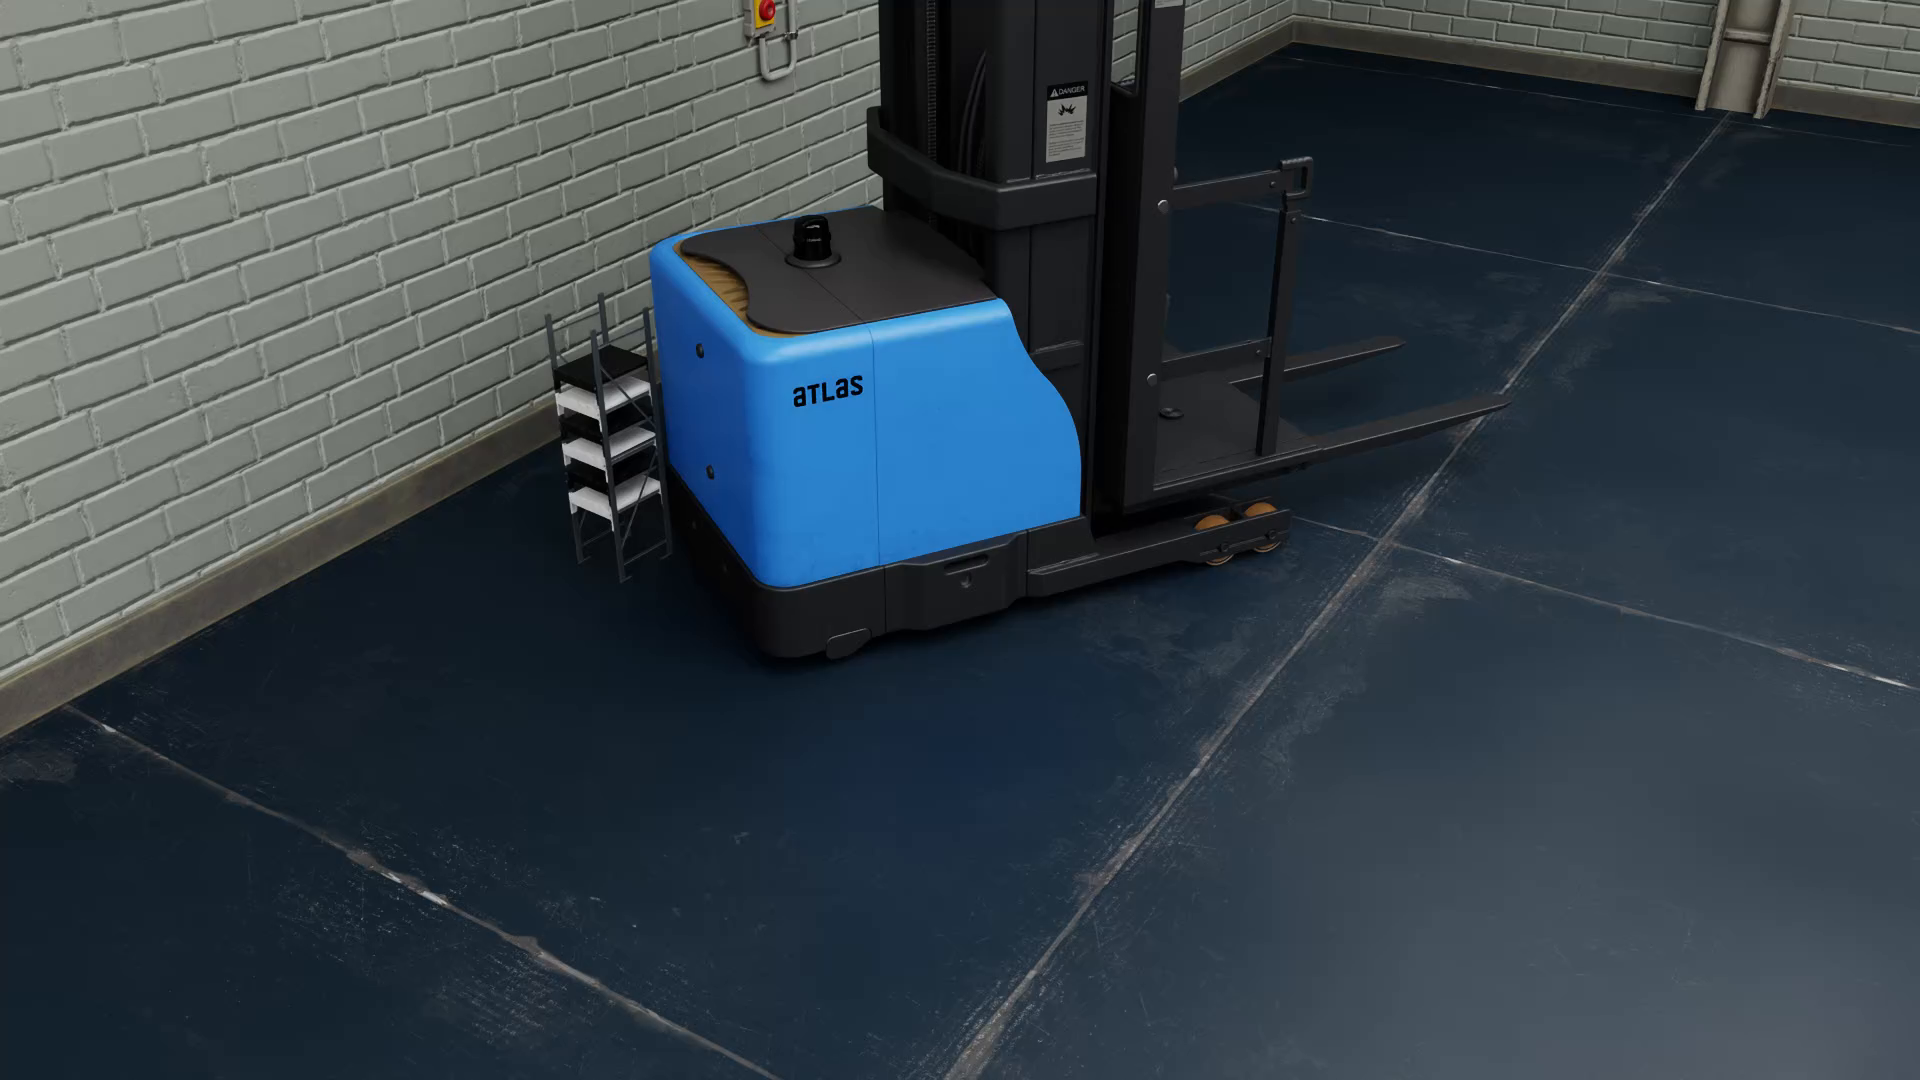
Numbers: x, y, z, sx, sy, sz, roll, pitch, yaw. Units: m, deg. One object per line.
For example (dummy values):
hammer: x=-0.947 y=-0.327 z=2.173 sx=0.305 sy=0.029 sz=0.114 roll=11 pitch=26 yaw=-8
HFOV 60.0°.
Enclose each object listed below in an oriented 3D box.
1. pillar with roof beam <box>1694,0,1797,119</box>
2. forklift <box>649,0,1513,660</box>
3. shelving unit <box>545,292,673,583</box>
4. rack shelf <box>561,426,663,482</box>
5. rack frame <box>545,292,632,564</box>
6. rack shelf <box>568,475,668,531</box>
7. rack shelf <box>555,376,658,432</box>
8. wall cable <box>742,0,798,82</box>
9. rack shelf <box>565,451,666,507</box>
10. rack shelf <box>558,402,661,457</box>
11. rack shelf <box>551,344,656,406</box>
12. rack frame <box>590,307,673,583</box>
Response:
pillar with roof beam: x=2.528 y=-4.742 z=4.948 sx=0.400 sy=9.000 sz=9.100 roll=18 pitch=35 yaw=27
forklift: x=0.558 y=-1.405 z=5.250 sx=3.031 sy=2.935 sz=1.130 roll=-14 pitch=33 yaw=-23
shelving unit: x=-1.134 y=-0.325 z=5.415 sx=0.210 sy=0.900 sz=0.258 roll=21 pitch=36 yaw=31
rack shelf: x=-1.134 y=-0.297 z=5.431 sx=0.200 sy=0.077 sz=0.258 roll=21 pitch=36 yaw=31
rack frame: x=-1.215 y=-0.356 z=5.467 sx=0.006 sy=0.900 sz=0.240 roll=21 pitch=36 yaw=31
rack shelf: x=-1.134 y=-0.141 z=5.522 sx=0.200 sy=0.077 sz=0.258 roll=21 pitch=36 yaw=31
rack shelf: x=-1.134 y=-0.452 z=5.341 sx=0.200 sy=0.077 sz=0.258 roll=21 pitch=36 yaw=31
wall cable: x=-0.803 y=-2.715 z=6.387 sx=0.123 sy=1.953 sz=0.585 roll=18 pitch=35 yaw=27
rack shelf: x=-1.134 y=-0.219 z=5.477 sx=0.200 sy=0.077 sz=0.258 roll=21 pitch=36 yaw=31
rack shelf: x=-1.134 y=-0.374 z=5.386 sx=0.200 sy=0.077 sz=0.258 roll=21 pitch=36 yaw=31
rack shelf: x=-1.134 y=-0.530 z=5.295 sx=0.200 sy=0.077 sz=0.258 roll=21 pitch=36 yaw=31
rack frame: x=-1.052 y=-0.295 z=5.362 sx=0.006 sy=0.900 sz=0.240 roll=21 pitch=36 yaw=31
